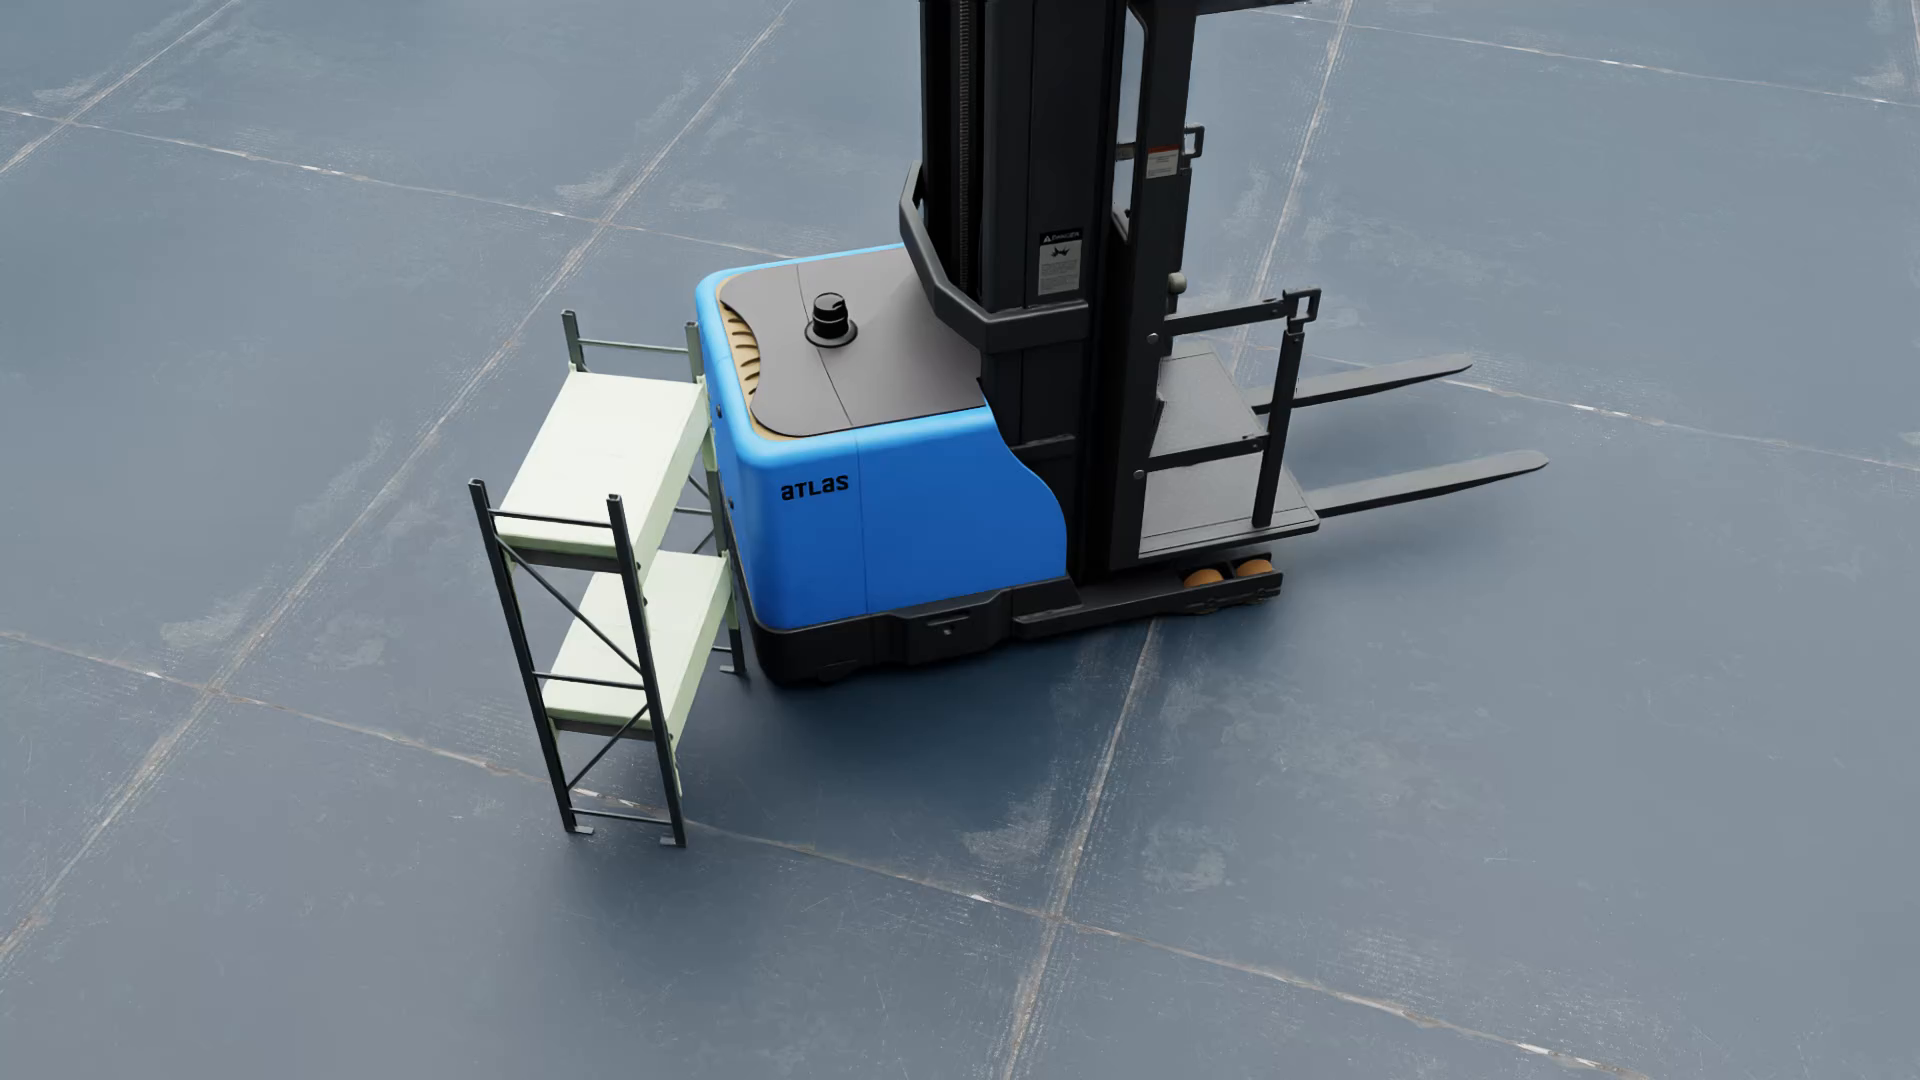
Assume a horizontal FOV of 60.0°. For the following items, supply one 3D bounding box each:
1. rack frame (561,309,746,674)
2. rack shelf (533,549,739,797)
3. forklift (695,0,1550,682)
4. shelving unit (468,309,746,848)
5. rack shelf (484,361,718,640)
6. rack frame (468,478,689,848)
[{"bbox_3d":[-0.945,-0.099,5.278,0.400,1.500,0.023,6,45,6],"label":"rack frame"},{"bbox_3d":[-1.002,0.387,5.248,0.431,0.370,0.720,6,45,6],"label":"rack shelf"},{"bbox_3d":[0.663,-1.130,5.309,3.031,2.935,1.130,-11,45,-11],"label":"forklift"},{"bbox_3d":[-1.002,0.154,5.020,0.431,1.500,0.755,6,45,6],"label":"shelving unit"},{"bbox_3d":[-1.002,-0.125,4.747,0.431,0.370,0.720,6,45,6],"label":"rack shelf"},{"bbox_3d":[-1.059,0.407,4.762,0.400,1.500,0.023,6,45,6],"label":"rack frame"}]
